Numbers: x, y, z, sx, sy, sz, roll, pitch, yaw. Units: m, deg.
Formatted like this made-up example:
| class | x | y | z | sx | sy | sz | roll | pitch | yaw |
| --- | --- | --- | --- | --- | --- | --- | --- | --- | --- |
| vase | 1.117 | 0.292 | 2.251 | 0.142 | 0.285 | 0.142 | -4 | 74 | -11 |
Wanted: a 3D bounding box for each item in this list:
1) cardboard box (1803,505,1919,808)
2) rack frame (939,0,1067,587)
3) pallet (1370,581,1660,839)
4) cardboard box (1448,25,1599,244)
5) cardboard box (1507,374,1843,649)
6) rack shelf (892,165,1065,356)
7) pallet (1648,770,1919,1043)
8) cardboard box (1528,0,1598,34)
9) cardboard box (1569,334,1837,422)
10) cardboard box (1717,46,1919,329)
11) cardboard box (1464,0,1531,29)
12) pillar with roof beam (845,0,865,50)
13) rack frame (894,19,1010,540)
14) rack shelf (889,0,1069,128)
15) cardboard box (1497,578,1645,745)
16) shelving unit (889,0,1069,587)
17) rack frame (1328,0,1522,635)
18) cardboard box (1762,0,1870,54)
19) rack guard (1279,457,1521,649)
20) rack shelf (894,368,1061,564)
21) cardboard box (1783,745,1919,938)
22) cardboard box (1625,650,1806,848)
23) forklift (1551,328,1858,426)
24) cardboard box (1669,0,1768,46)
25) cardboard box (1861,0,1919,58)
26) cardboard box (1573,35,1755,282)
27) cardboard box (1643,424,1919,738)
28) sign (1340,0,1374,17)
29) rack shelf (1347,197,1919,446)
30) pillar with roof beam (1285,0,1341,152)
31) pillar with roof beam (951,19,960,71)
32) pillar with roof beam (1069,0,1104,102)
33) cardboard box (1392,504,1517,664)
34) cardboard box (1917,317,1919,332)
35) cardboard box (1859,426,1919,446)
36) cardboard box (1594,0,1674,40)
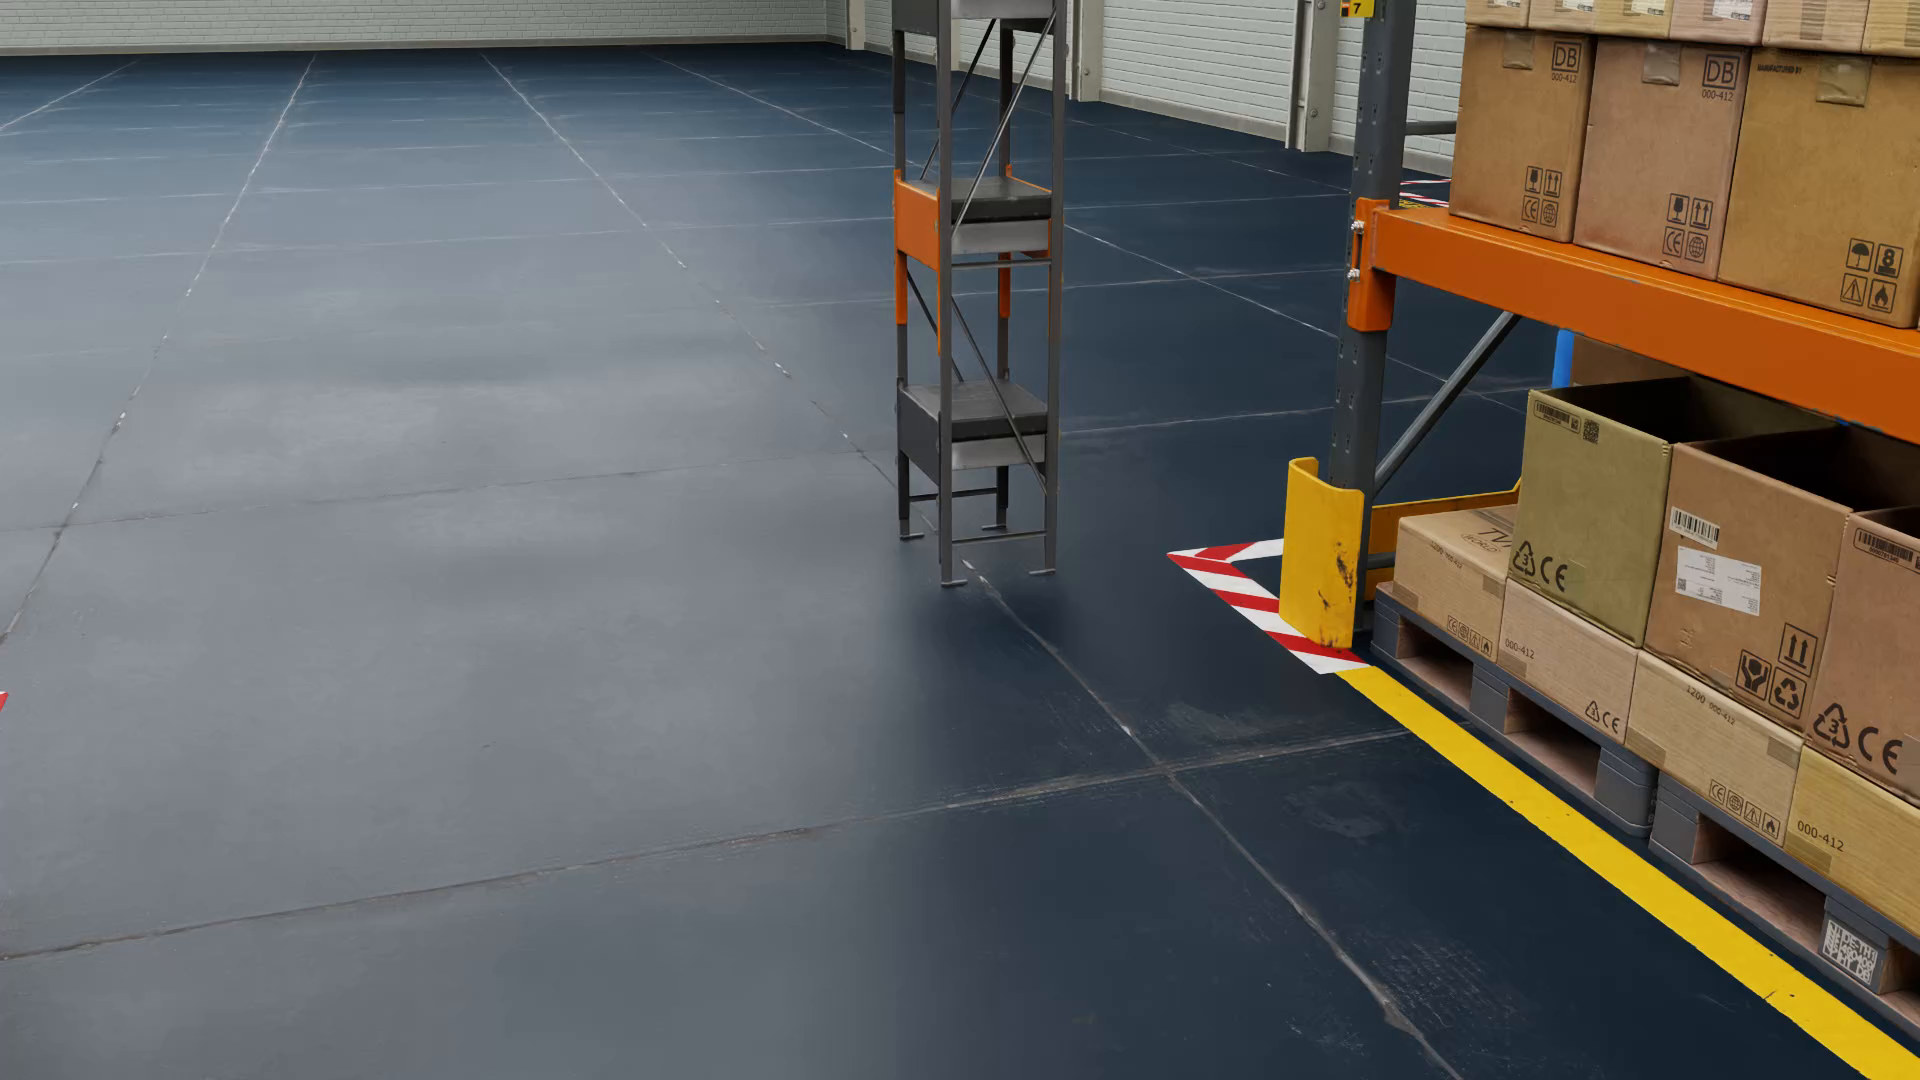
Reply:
| class | x | y | z | sx | sy | sz | roll | pitch | yaw |
| --- | --- | --- | --- | --- | --- | --- | --- | --- | --- |
| cardboard box | 2.033 | 0.234 | 3.164 | 0.500 | 0.500 | 0.500 | -6 | 21 | -17 |
| rack frame | 0.129 | -0.857 | 5.196 | 0.400 | 2.100 | 0.015 | -6 | 21 | -17 |
| pallet | 1.887 | 0.366 | 4.584 | 1.003 | 0.211 | 1.213 | -6 | 21 | -17 |
| cardboard box | 1.741 | -1.083 | 4.345 | 0.700 | 0.500 | 0.500 | -6 | 21 | -17 |
| cardboard box | 1.723 | -0.087 | 4.059 | 0.500 | 0.500 | 0.500 | -6 | 21 | -17 |
| rack shelf | 0.052 | -0.922 | 5.418 | 0.431 | 0.518 | 0.480 | -6 | 21 | -17 |
| pallet | 2.266 | 0.757 | 3.496 | 1.003 | 0.211 | 1.213 | -6 | 21 | -17 |
| cardboard box | 1.611 | -1.306 | 4.007 | 0.380 | 0.149 | 0.250 | -7 | 21 | -19 |
| cardboard box | 2.058 | -0.303 | 4.659 | 0.500 | 0.500 | 0.500 | -6 | 21 | -17 |
| cardboard box | 2.061 | -0.755 | 3.432 | 0.700 | 0.500 | 0.500 | -6 | 21 | -17 |
| cardboard box | 1.525 | -1.390 | 4.242 | 0.380 | 0.149 | 0.250 | -7 | 21 | -18 |
| pillar with roof beam | -6.167 | -13.575 | 30.398 | 9.100 | 9.000 | 0.400 | -6 | 21 | -17 |
| rack frame | -0.025 | -1.013 | 5.632 | 0.400 | 2.100 | 0.015 | -6 | 21 | -17 |
| rack shelf | 0.052 | -1.581 | 5.182 | 0.431 | 0.518 | 0.480 | -6 | 21 | -17 |
| cardboard box | 1.725 | 0.265 | 4.186 | 0.500 | 0.250 | 0.500 | -6 | 21 | -17 |
| shelving unit | 0.052 | -0.935 | 5.414 | 0.431 | 2.100 | 0.503 | -6 | 21 | -17 |
| rack frame | 1.607 | -1.187 | 4.783 | 1.000 | 3.000 | 0.127 | -6 | 21 | -17 |
| cardboard box | 1.852 | -1.059 | 3.321 | 0.380 | 0.149 | 0.250 | -7 | 21 | -19 |
| rack guard | 1.599 | -0.018 | 5.227 | 1.175 | 0.500 | 0.348 | -6 | 21 | -17 |
| rack shelf | 0.052 | -0.263 | 5.655 | 0.431 | 0.518 | 0.480 | -6 | 21 | -17 |
| cardboard box | 2.034 | 0.587 | 3.291 | 0.500 | 0.250 | 0.500 | -6 | 21 | -17 |
| cardboard box | 1.881 | 0.426 | 3.740 | 0.500 | 0.250 | 0.500 | -6 | 21 | -17 |
| forklift | 3.536 | -1.233 | 5.014 | 3.031 | 2.935 | 1.130 | 12 | 23 | 29 |
| cardboard box | 1.765 | -1.144 | 3.558 | 0.380 | 0.149 | 0.250 | -7 | 21 | -18 |
| cardboard box | 1.932 | -0.977 | 3.092 | 0.380 | 0.149 | 0.250 | -7 | 21 | -18 |
| cardboard box | 1.911 | -0.915 | 3.878 | 0.700 | 0.500 | 0.500 | -6 | 21 | -16 |
| cardboard box | 1.892 | 0.072 | 3.616 | 0.500 | 0.500 | 0.500 | -6 | 21 | -17 |
| sign | 1.078 | -1.574 | 4.465 | 0.100 | 0.325 | 0.005 | -6 | 21 | -17 |
| rack shelf | 2.235 | -0.206 | 3.118 | 1.077 | 0.370 | 4.000 | -6 | 21 | -17 |
| pillar with roof beam | -0.509 | -7.798 | 14.316 | 9.100 | 9.000 | 0.400 | -6 | 21 | -17 |
| pillar with roof beam | -4.281 | -11.649 | 25.037 | 9.100 | 9.000 | 0.400 | -6 | 21 | -17 |
| pillar with roof beam | -2.395 | -9.724 | 19.677 | 9.100 | 9.000 | 0.400 | -6 | 21 | -17 |
| cardboard box | 1.564 | 0.105 | 4.632 | 0.500 | 0.250 | 0.500 | -6 | 21 | -17 |
| cardboard box | 2.230 | -0.586 | 2.963 | 0.700 | 0.500 | 0.500 | -6 | 21 | -16 |
| cardboard box | 2.386 | 0.017 | 3.770 | 0.500 | 0.500 | 0.500 | -6 | 21 | -17 |
| cardboard box | 1.688 | -1.226 | 3.784 | 0.380 | 0.149 | 0.250 | -6 | 21 | -17 |
